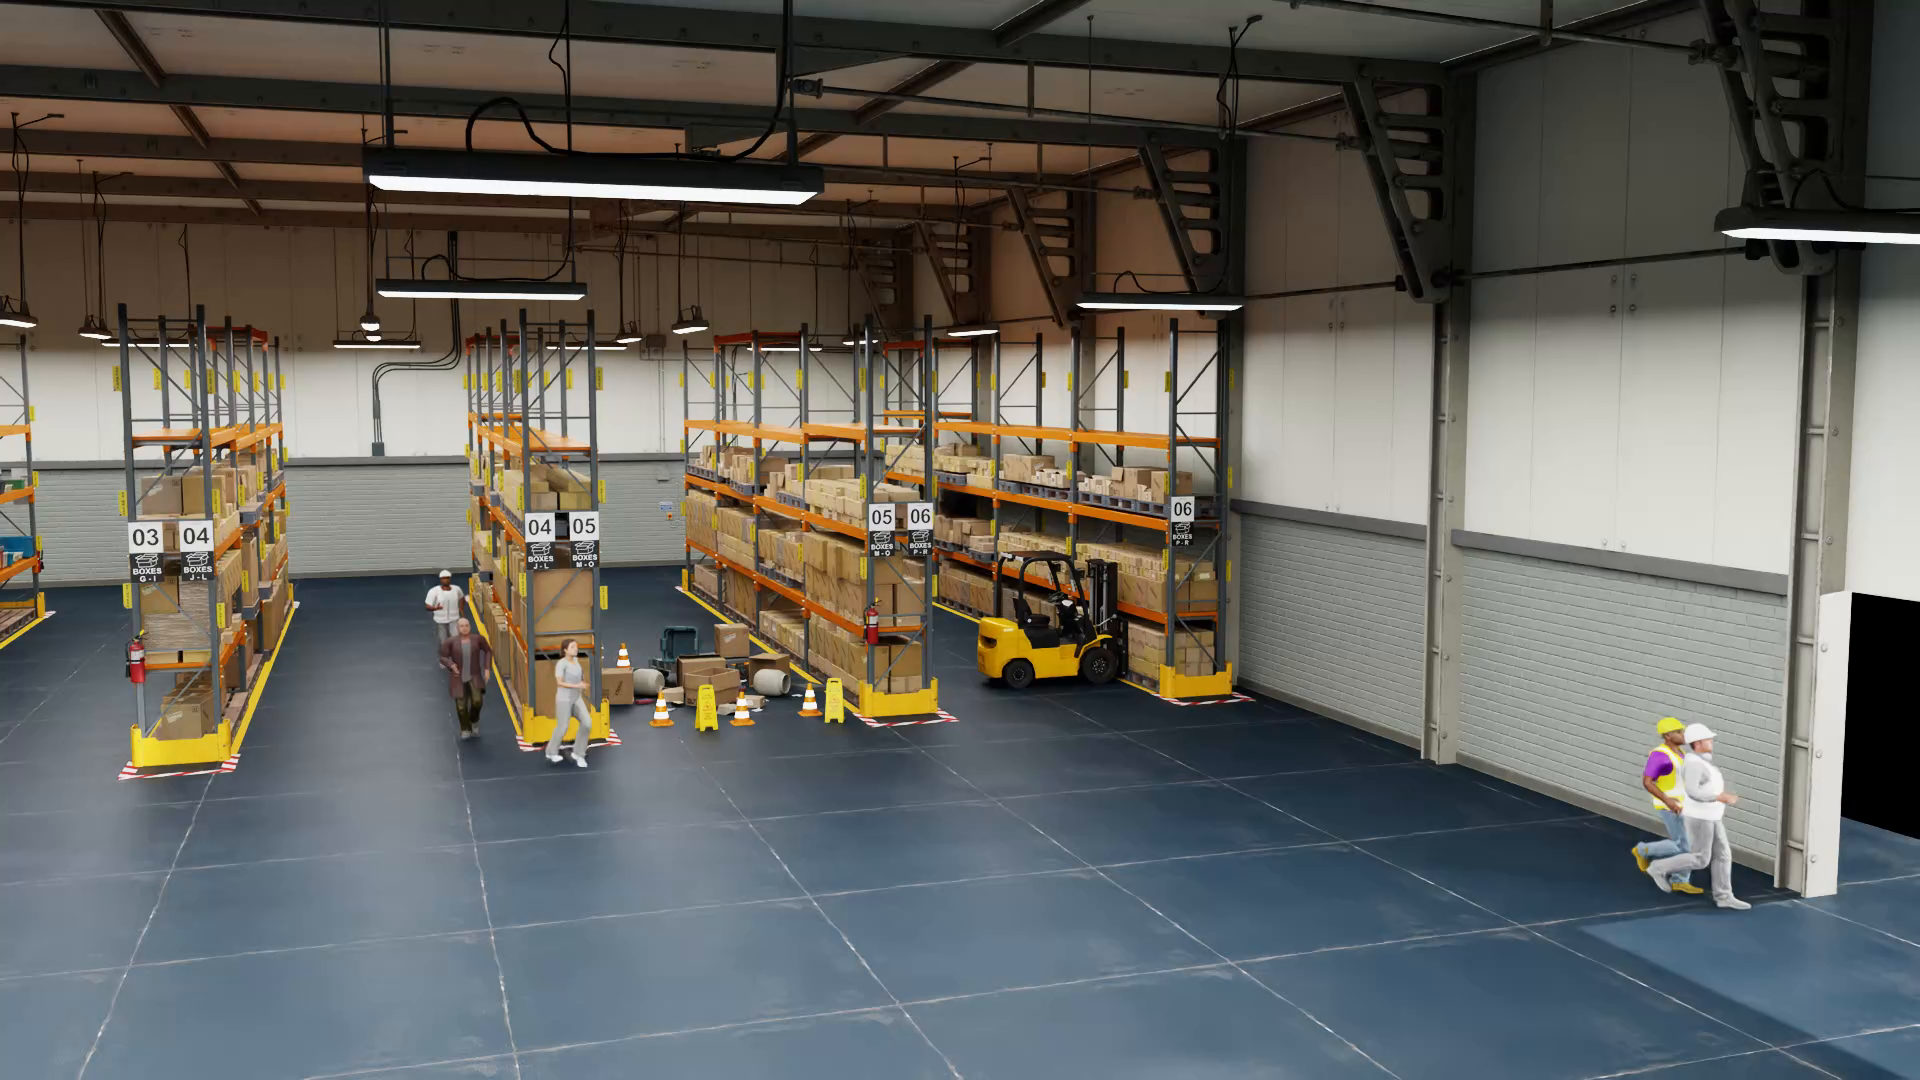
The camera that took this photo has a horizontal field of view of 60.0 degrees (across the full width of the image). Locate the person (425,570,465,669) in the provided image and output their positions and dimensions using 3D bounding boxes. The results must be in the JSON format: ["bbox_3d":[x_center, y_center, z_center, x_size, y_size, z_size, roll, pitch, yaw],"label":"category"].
[{"bbox_3d":[-8.777,1.393,28.451,0.701,1.765,0.910,-3,6,-27],"label":"person"}]

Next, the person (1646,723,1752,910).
[{"bbox_3d":[7.060,2.615,15.822,0.920,1.743,0.663,4,7,34],"label":"person"}]

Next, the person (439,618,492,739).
[{"bbox_3d":[-6.887,1.942,23.225,0.723,1.726,0.732,-2,6,-20],"label":"person"}]

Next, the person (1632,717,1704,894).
[{"bbox_3d":[7.011,2.597,16.362,0.691,1.709,0.663,-5,7,-43],"label":"person"}]

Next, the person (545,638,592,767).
[{"bbox_3d":[-5.089,2.135,21.708,0.741,1.736,0.583,3,6,27],"label":"person"}]
